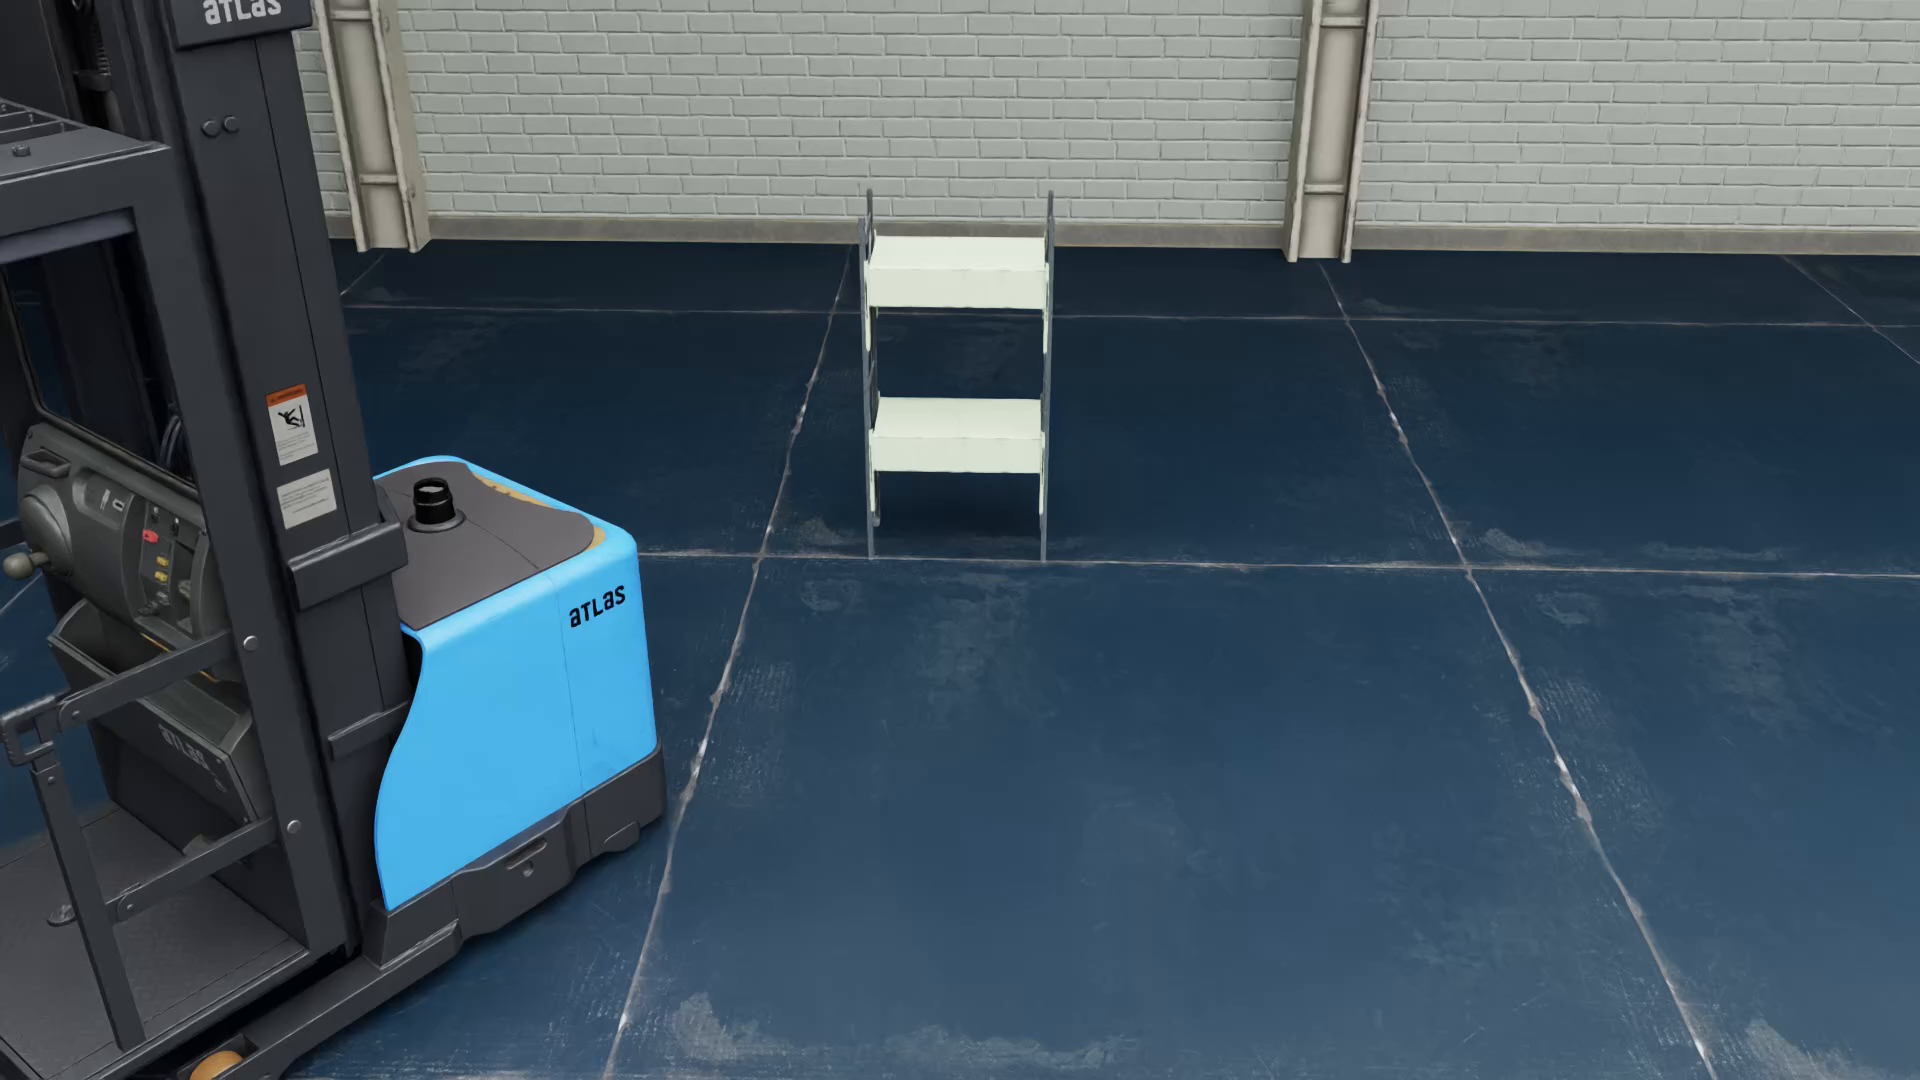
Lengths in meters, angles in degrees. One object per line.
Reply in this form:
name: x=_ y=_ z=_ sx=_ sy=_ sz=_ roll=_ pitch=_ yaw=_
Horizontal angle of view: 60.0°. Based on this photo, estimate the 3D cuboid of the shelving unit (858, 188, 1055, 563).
shelving unit: x=-0.007 y=-0.663 z=6.899 sx=0.755 sy=1.500 sz=0.431 roll=1 pitch=28 yaw=2

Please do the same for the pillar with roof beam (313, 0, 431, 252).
pillar with roof beam: x=-3.856 y=-3.899 z=4.998 sx=0.400 sy=9.000 sz=9.100 roll=1 pitch=28 yaw=2

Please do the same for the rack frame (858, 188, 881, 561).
rack frame: x=-0.372 y=-0.669 z=6.910 sx=0.023 sy=1.500 sz=0.400 roll=1 pitch=28 yaw=2

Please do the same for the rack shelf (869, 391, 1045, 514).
rack shelf: x=-0.007 y=-0.375 z=7.052 sx=0.720 sy=0.370 sz=0.431 roll=1 pitch=28 yaw=2

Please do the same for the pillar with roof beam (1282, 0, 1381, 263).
pillar with roof beam: x=2.140 y=-3.800 z=4.811 sx=0.400 sy=9.000 sz=9.100 roll=1 pitch=28 yaw=2

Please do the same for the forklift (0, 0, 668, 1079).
forklift: x=-2.274 y=0.031 z=4.063 sx=1.130 sy=2.935 sz=3.031 roll=21 pitch=34 yaw=34

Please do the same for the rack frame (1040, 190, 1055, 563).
rack frame: x=0.359 y=-0.657 z=6.888 sx=0.023 sy=1.500 sz=0.400 roll=1 pitch=28 yaw=2

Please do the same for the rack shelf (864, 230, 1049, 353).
rack shelf: x=-0.007 y=-1.008 z=6.716 sx=0.720 sy=0.370 sz=0.431 roll=1 pitch=28 yaw=2
